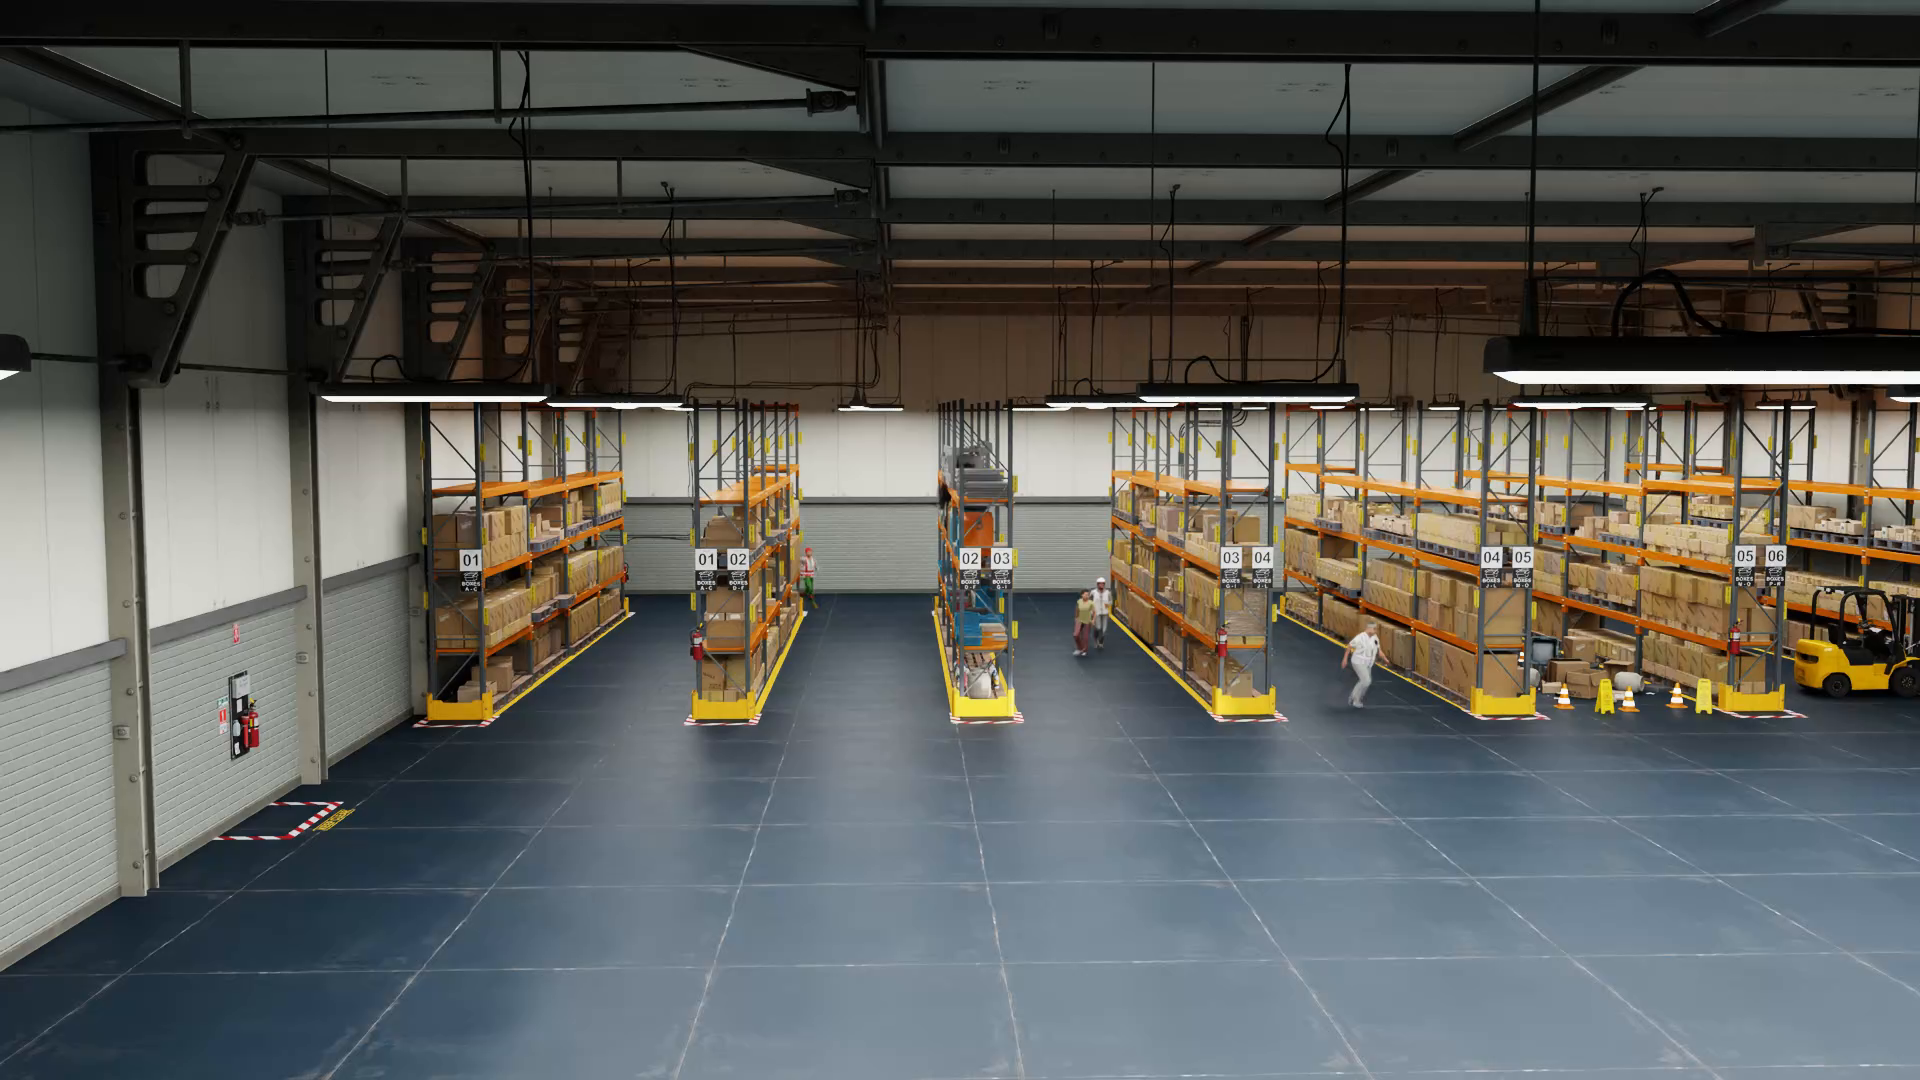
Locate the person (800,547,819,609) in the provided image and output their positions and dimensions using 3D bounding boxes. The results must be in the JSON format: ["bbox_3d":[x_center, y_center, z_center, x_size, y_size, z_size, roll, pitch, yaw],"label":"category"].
[{"bbox_3d":[-4.473,1.108,48.983,0.980,1.793,0.710,4,6,42],"label":"person"}]

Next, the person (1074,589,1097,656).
[{"bbox_3d":[2.940,1.941,39.078,0.565,1.606,0.674,1,4,11],"label":"person"}]

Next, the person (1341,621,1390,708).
[{"bbox_3d":[7.894,2.410,32.251,0.649,1.697,0.805,-3,6,-38],"label":"person"}]

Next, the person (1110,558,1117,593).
[{"bbox_3d":[4.934,0.966,50.924,0.696,1.711,1.092,-1,4,-13],"label":"person"}]

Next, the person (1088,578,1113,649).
[{"bbox_3d":[3.408,1.777,40.303,0.631,1.731,0.649,-1,4,-10],"label":"person"}]
